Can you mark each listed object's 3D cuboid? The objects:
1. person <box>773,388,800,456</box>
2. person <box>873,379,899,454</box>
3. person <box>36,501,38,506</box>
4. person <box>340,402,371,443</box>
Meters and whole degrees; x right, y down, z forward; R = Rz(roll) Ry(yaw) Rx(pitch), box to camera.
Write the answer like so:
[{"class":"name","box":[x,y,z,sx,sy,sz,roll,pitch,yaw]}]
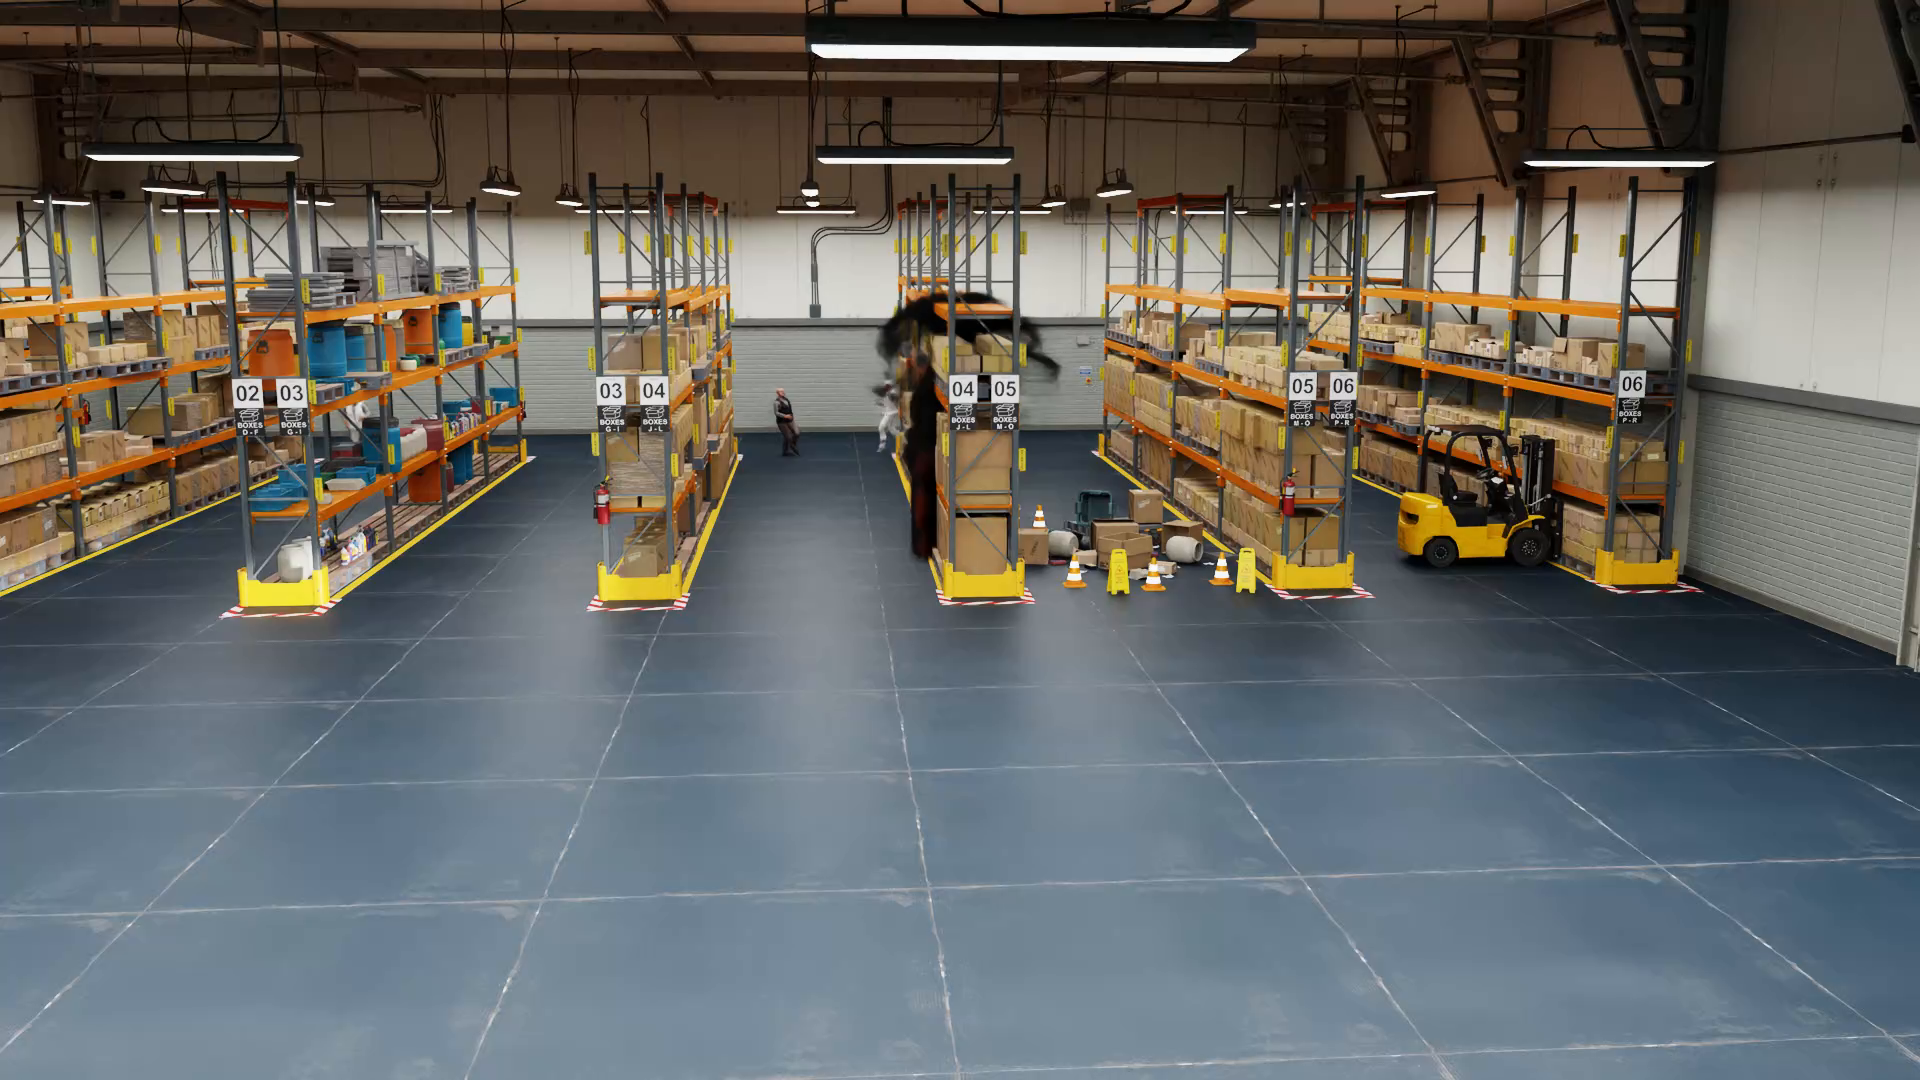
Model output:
[{"class":"person","box":[-4.159,-2.812,39.763,0.637,1.653,0.652,10,14,43]},{"class":"person","box":[-1.708,-3.039,40.821,0.876,1.817,0.676,-4,11,-21]},{"class":"person","box":[-17.160,-1.176,30.481,0.569,1.673,0.655,-2,10,-10]},{"class":"person","box":[-13.894,-2.585,38.268,0.683,1.762,0.865,-1,10,-8]}]
